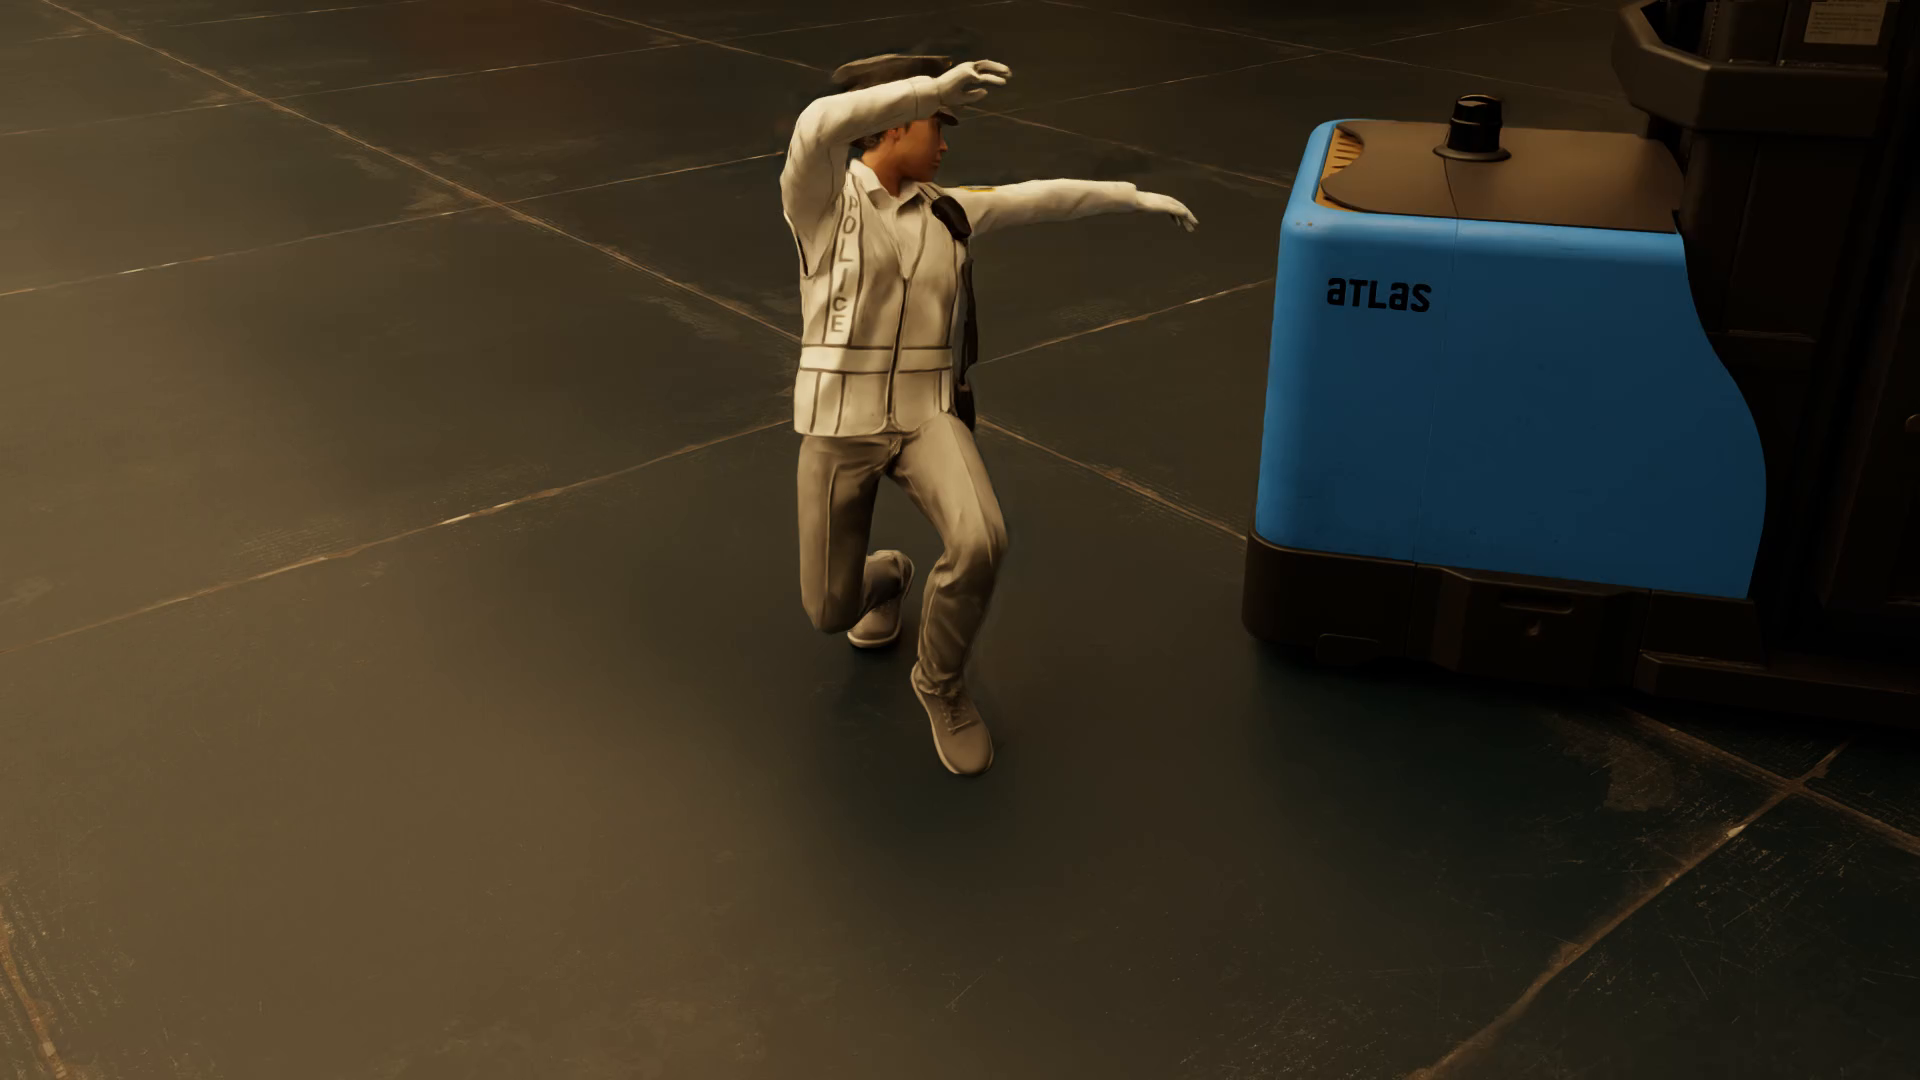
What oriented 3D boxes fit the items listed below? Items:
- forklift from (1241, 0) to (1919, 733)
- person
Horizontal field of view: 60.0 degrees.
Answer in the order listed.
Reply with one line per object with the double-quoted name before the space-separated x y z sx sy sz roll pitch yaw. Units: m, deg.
"forklift" 2.244 -1.075 3.369 3.031 2.935 1.130 7 27 13
"person" 0.131 -0.298 3.544 0.976 1.429 0.848 -5 27 -11
